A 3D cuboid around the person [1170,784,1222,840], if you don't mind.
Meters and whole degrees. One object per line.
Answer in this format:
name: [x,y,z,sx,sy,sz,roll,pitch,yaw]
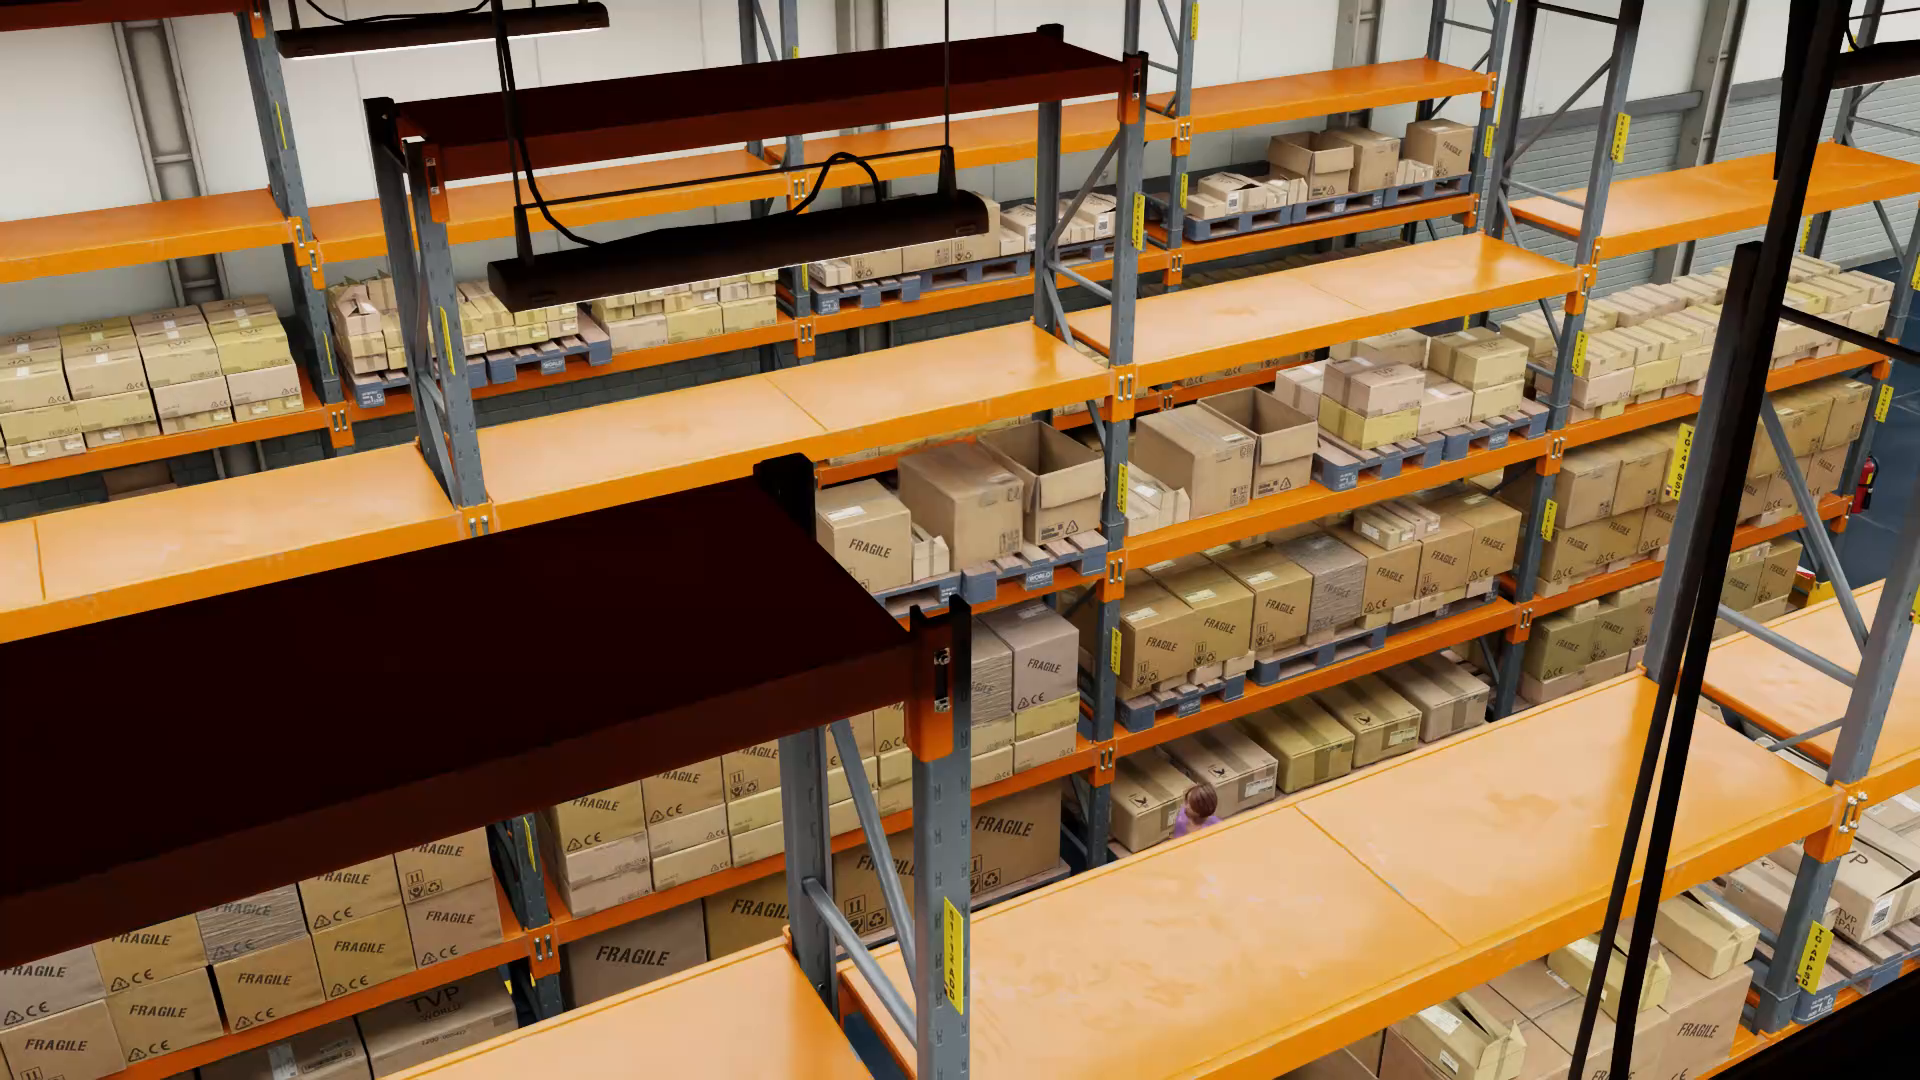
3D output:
person: [1.538,2.181,10.853,0.687,1.423,0.447,-22,35,-35]
